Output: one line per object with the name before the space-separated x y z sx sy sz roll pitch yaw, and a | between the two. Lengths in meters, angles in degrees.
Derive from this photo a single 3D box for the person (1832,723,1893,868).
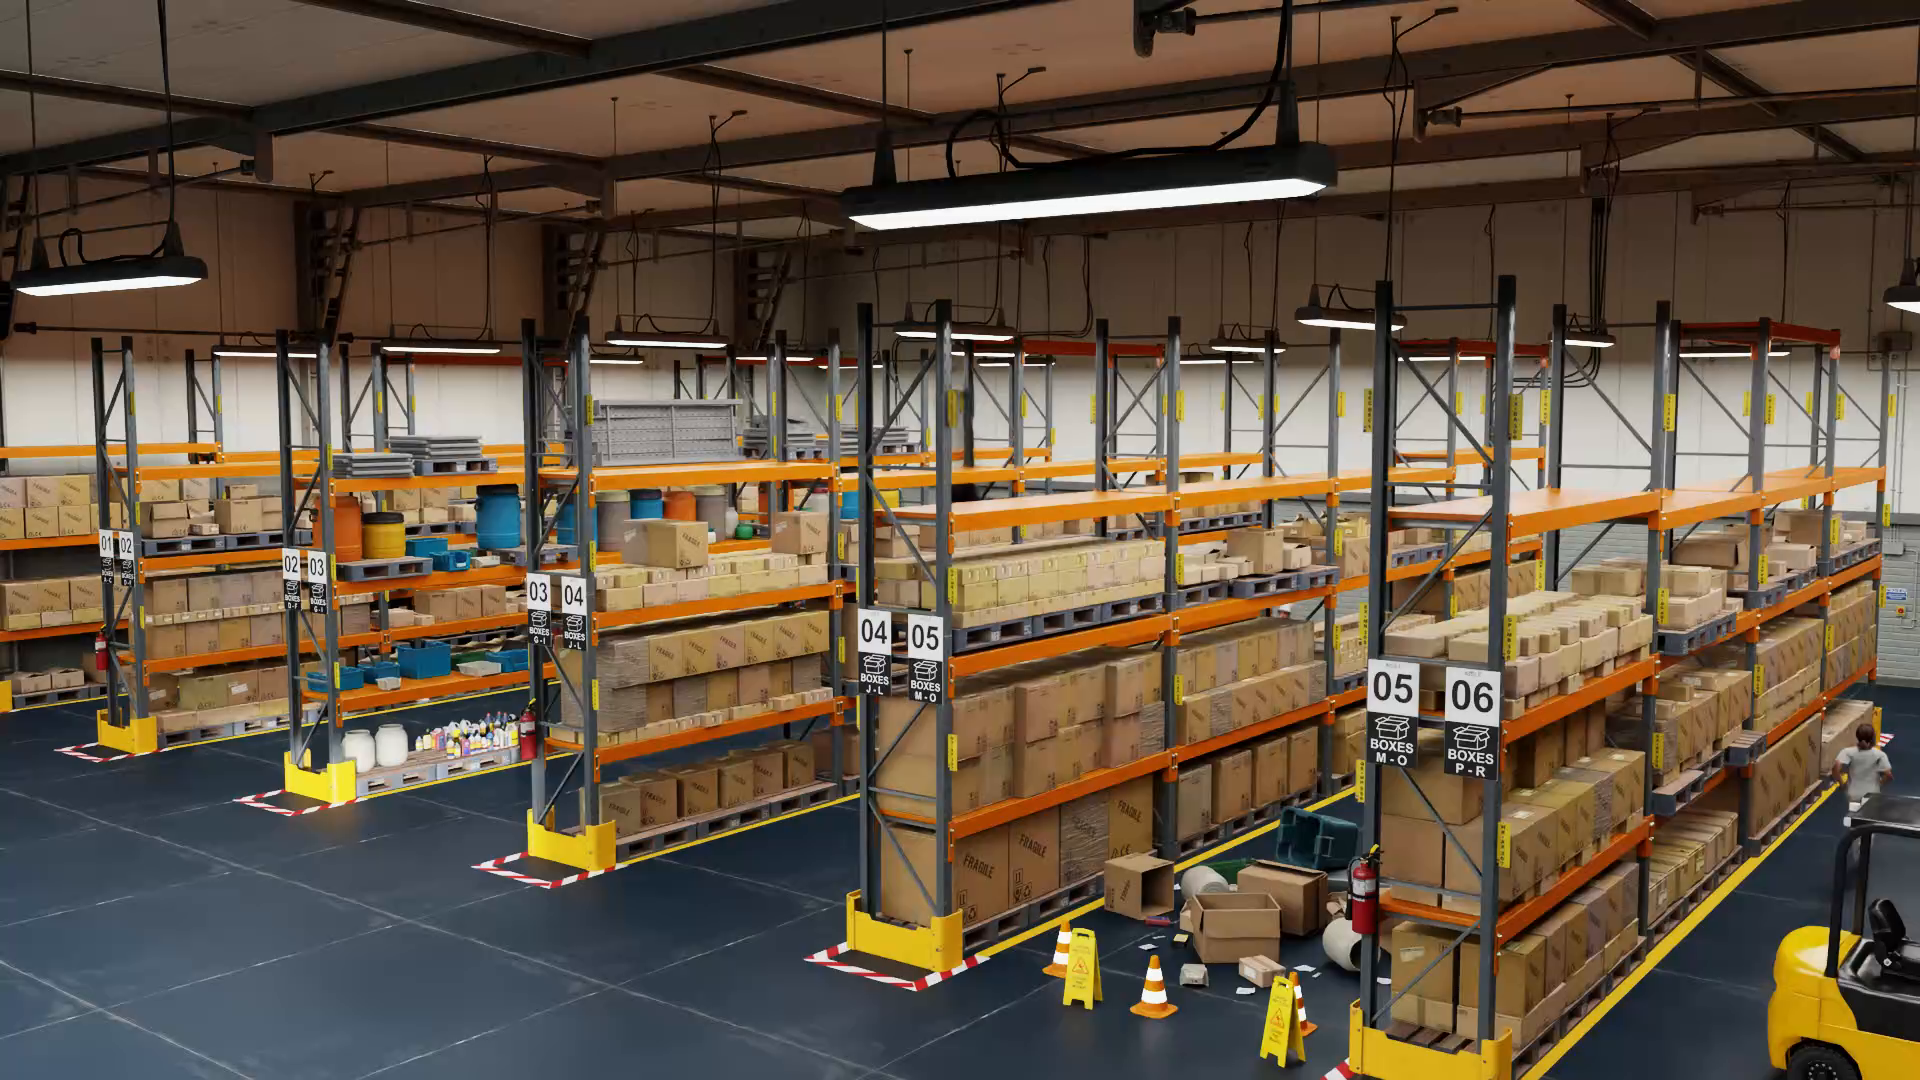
person | 9.716 2.809 17.927 0.575 1.669 0.795 3 6 30

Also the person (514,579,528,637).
person | -8.346 1.571 32.102 0.509 1.648 0.728 3 6 33

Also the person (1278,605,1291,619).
person | 5.259 1.930 26.916 0.685 1.795 0.865 2 6 25
